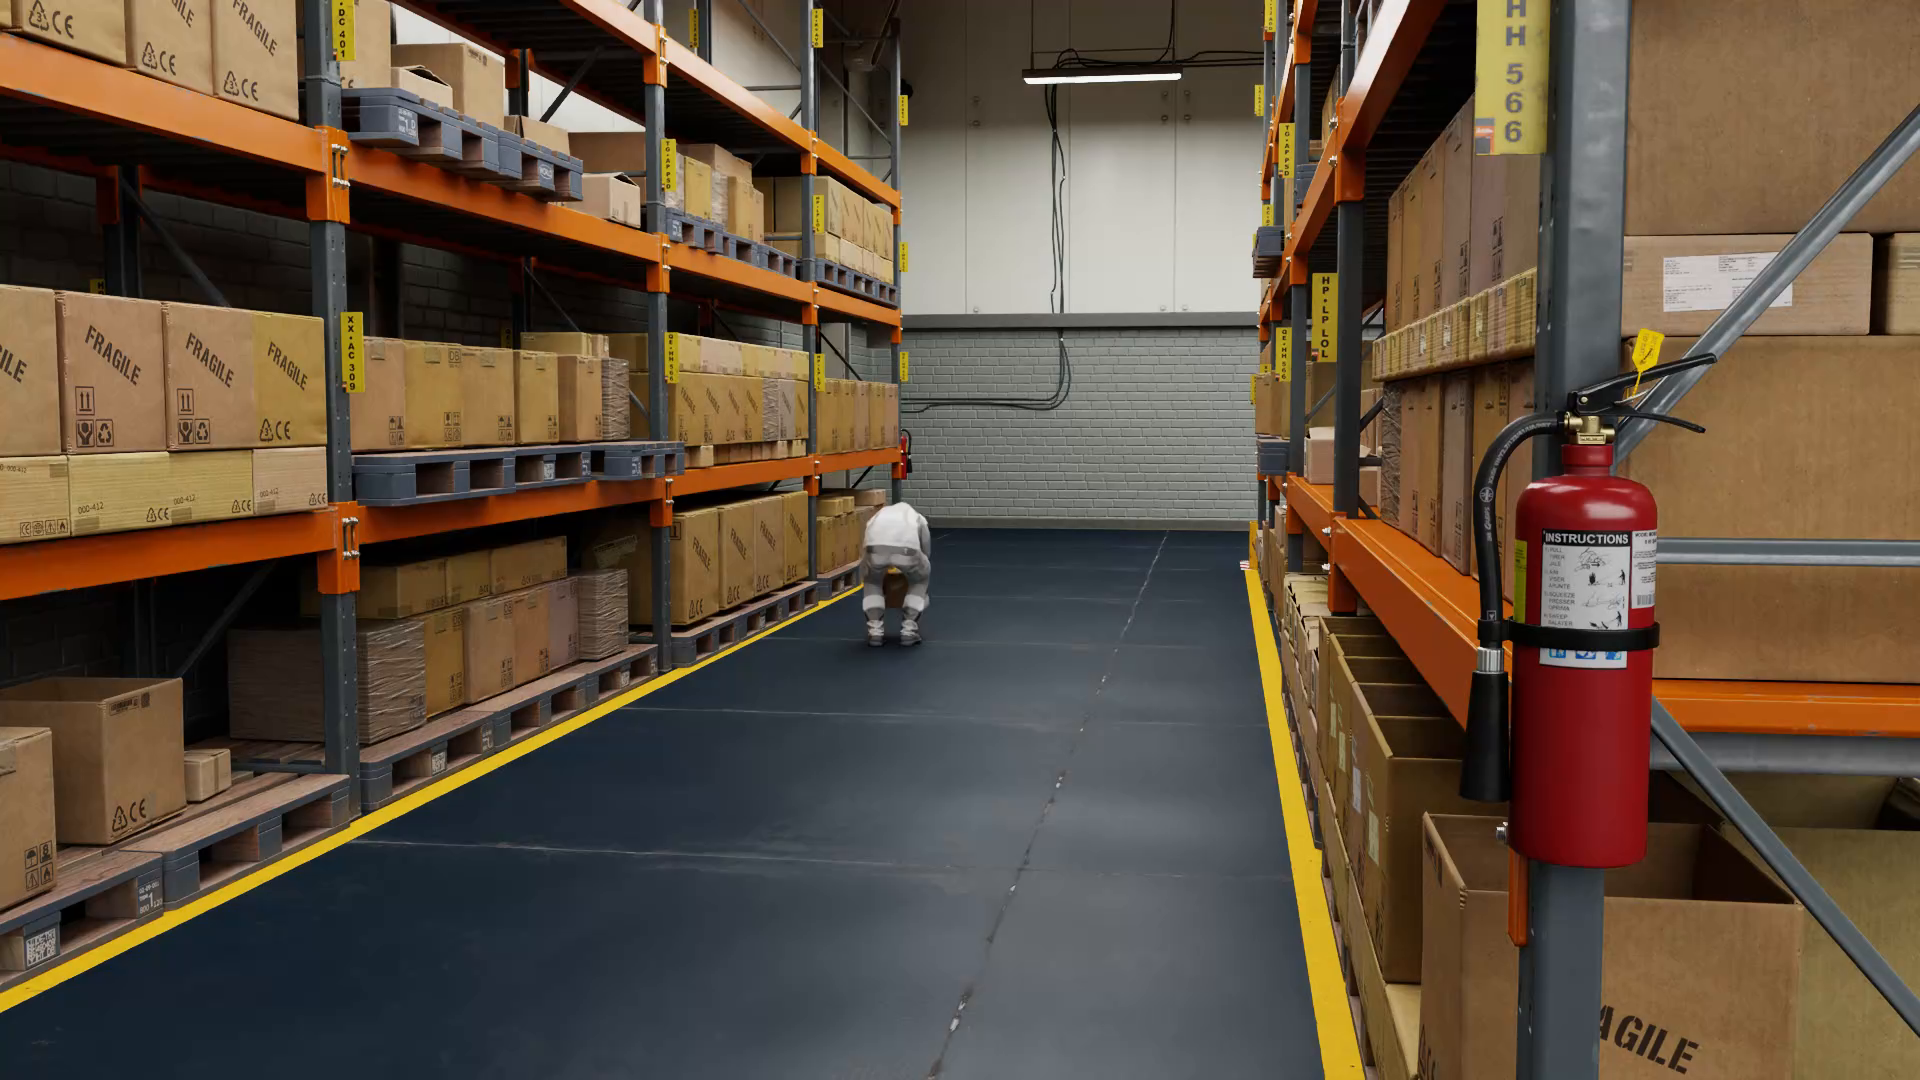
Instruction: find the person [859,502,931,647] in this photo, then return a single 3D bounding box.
[{"bbox_3d":[-0.469,0.246,12.274,0.529,1.011,0.958,0,4,6],"label":"person"}]
